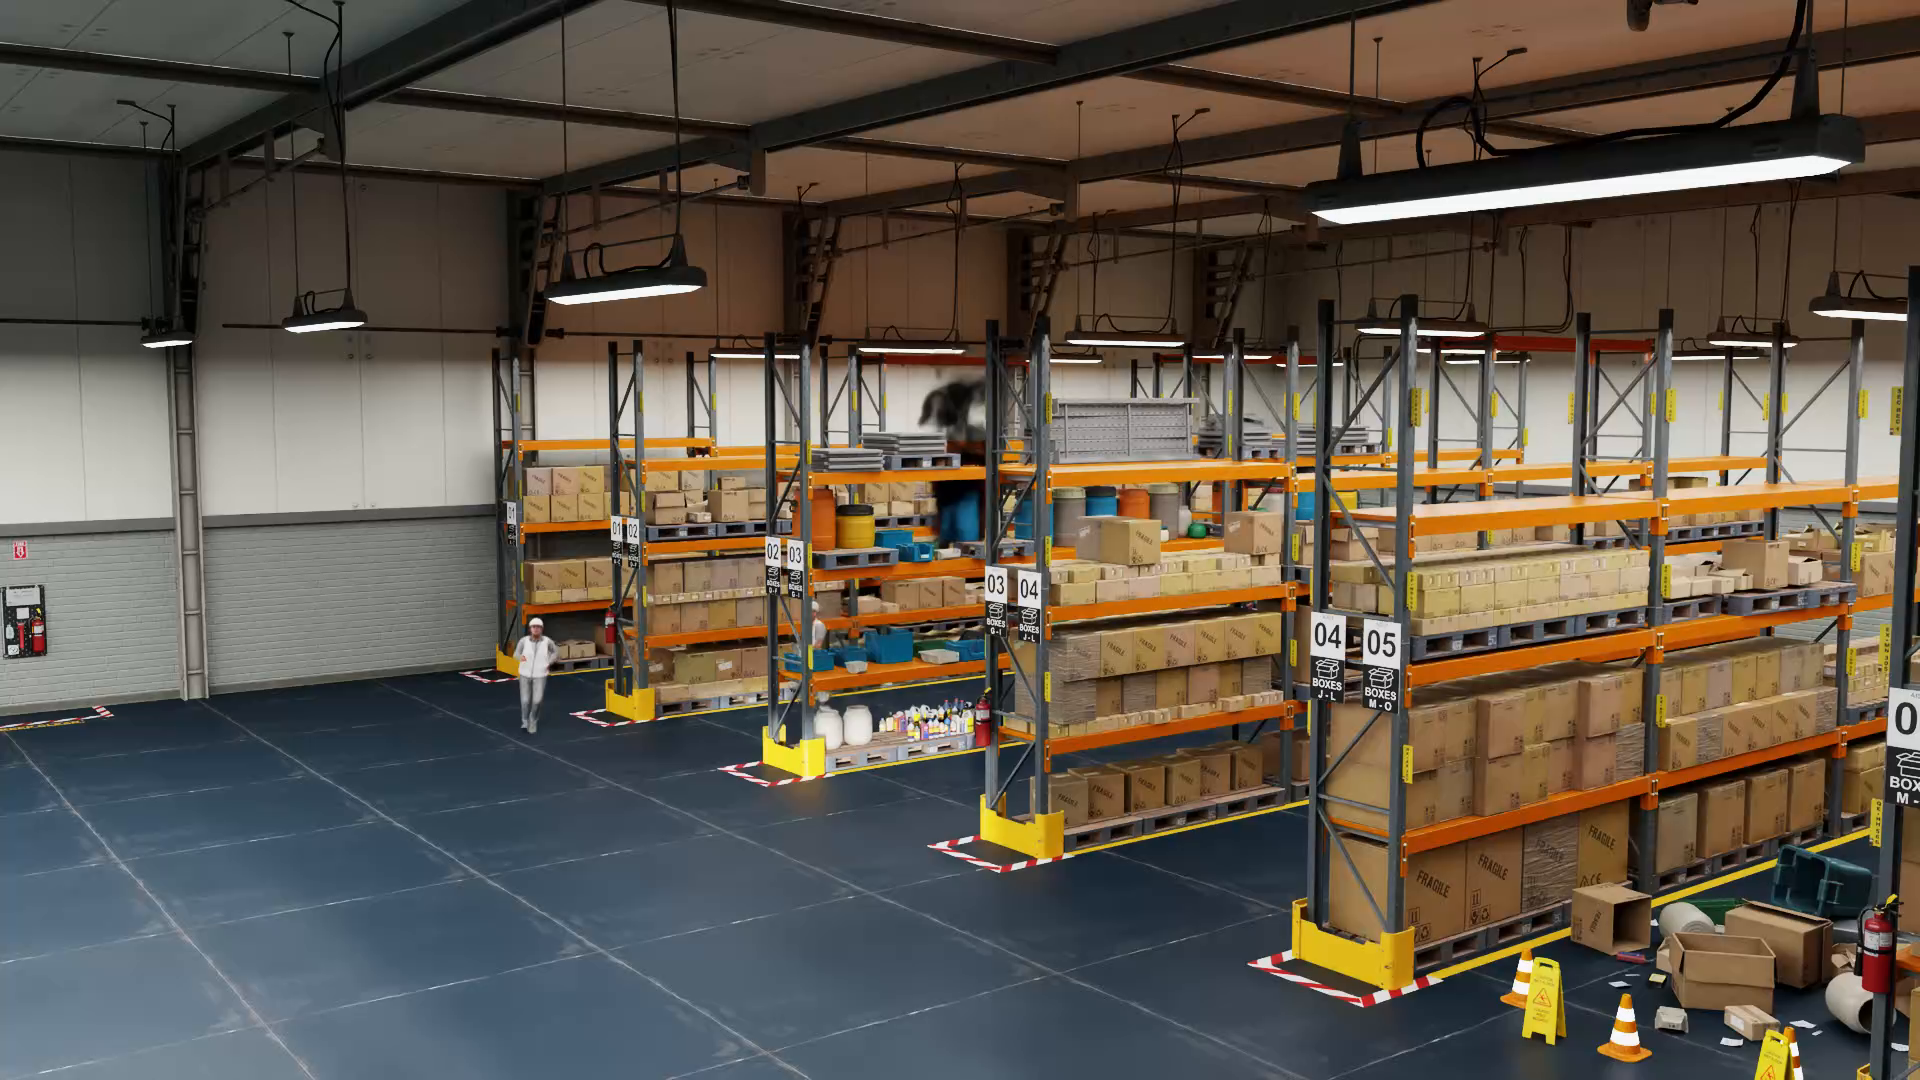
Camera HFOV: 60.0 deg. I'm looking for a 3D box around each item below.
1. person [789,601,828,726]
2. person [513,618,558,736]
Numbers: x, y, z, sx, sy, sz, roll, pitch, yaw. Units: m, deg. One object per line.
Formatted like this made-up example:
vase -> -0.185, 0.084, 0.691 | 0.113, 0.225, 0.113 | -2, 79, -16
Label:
person -> -2.291, 1.830, 24.714 | 0.641, 1.872, 0.719 | 5, 7, 42
person -> -6.459, 2.082, 25.298 | 0.657, 1.820, 0.728 | -1, 5, -8
